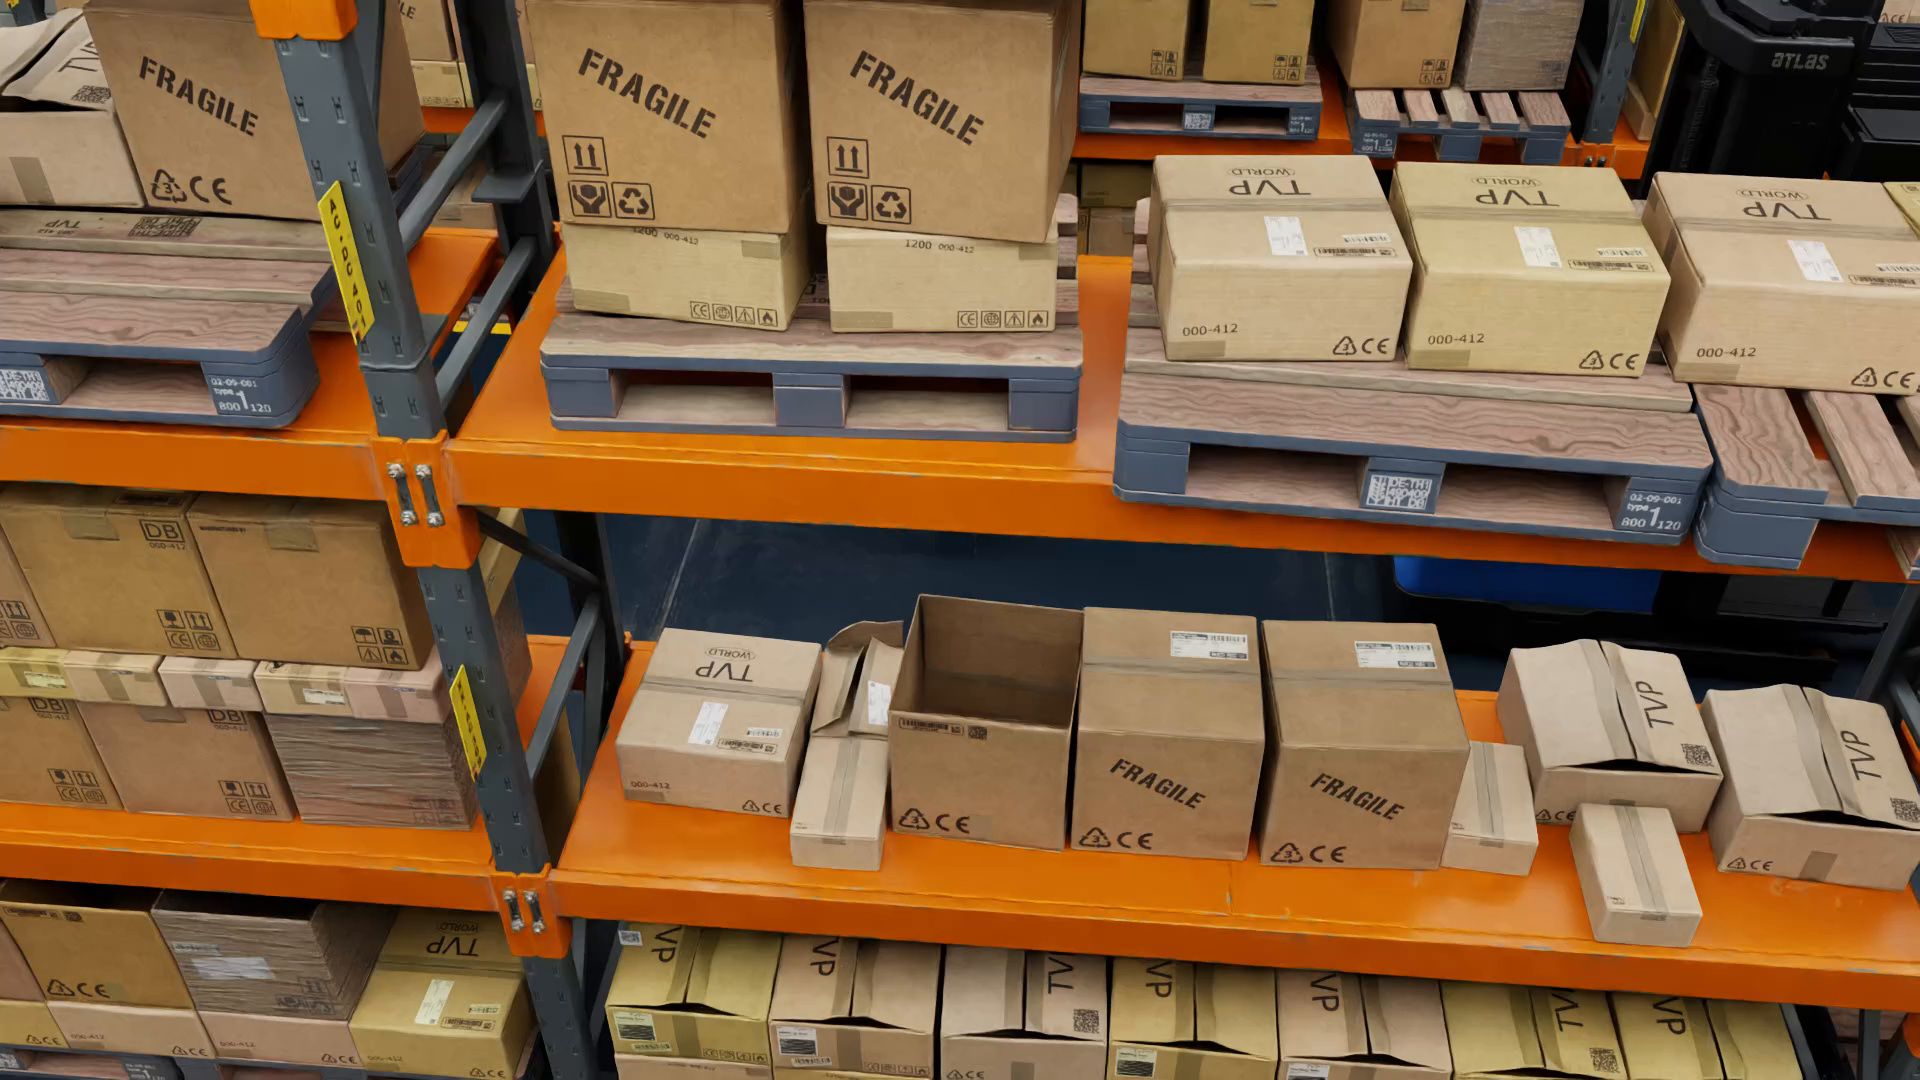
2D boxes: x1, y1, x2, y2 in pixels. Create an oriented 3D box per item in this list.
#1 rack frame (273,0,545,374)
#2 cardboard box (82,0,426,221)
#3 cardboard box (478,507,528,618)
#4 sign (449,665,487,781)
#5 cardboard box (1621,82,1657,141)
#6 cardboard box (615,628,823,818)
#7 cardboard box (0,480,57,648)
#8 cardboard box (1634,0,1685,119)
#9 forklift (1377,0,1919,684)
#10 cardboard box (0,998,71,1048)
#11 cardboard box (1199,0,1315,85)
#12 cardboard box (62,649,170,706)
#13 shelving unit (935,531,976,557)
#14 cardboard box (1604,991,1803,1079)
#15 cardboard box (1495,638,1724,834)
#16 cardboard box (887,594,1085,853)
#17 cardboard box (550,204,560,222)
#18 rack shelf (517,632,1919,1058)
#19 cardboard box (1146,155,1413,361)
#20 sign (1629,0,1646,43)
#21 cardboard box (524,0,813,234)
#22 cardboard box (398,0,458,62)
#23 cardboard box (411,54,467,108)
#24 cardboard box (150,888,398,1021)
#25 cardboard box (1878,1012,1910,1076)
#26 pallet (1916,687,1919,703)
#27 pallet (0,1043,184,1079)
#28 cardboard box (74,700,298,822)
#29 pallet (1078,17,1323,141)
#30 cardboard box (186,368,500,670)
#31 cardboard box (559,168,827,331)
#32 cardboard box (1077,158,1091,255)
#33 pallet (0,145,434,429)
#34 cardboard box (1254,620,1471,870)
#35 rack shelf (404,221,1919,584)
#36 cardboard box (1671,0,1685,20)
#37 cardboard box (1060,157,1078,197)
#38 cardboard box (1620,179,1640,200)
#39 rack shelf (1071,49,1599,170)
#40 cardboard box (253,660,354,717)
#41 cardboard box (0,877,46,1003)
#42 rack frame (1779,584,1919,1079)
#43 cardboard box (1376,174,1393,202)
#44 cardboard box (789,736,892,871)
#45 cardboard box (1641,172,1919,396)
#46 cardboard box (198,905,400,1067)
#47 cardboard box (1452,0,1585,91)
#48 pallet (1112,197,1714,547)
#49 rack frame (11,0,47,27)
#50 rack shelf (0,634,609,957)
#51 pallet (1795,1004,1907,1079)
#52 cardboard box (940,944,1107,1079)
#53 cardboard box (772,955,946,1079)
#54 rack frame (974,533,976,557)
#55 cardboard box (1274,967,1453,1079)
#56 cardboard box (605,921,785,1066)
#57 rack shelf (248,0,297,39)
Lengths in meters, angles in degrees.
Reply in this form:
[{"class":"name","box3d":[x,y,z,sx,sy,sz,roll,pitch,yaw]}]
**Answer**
[{"class":"rack frame","box3d":[-1.201,-1.842,3.055,0.127,3.000,1.000,3,39,4]},{"class":"cardboard box","box3d":[-1.680,-1.128,4.031,0.500,0.500,0.500,6,40,8]},{"class":"cardboard box","box3d":[-1.452,0.058,4.881,0.250,0.149,0.380,3,39,4]},{"class":"sign","box3d":[-1.247,0.467,4.222,0.005,0.325,0.100,3,39,4]},{"class":"cardboard box","box3d":[3.516,-2.160,8.381,0.250,0.149,0.380,3,39,3]},{"class":"cardboard box","box3d":[-0.707,0.542,4.997,0.500,0.250,0.500,5,39,7]},{"class":"cardboard box","box3d":[-2.646,-0.132,4.600,0.500,0.500,0.700,3,39,4]},{"class":"cardboard box","box3d":[3.670,-2.388,8.147,0.500,0.500,0.500,4,39,5]},{"class":"forklift","box3d":[3.436,-0.873,6.671,3.031,2.935,1.130,4,39,5]},{"class":"cardboard box","box3d":[-3.177,1.422,5.643,0.500,0.250,0.500,3,39,4]},{"class":"cardboard box","box3d":[1.495,-2.696,8.429,0.500,0.500,0.700,3,39,4]},{"class":"cardboard box","box3d":[-2.259,0.273,4.616,0.250,0.149,0.380,3,39,4]},{"class":"shelving unit","box3d":[-0.014,-0.466,7.543,0.189,1.200,0.258,3,39,4]},{"class":"cardboard box","box3d":[2.241,1.515,5.085,0.500,0.311,0.500,4,39,5]},{"class":"cardboard box","box3d":[1.910,0.566,4.919,0.500,0.311,0.500,3,39,3]},{"class":"cardboard box","box3d":[0.088,0.526,4.818,0.500,0.500,0.500,6,40,7]},{"class":"cardboard box","box3d":[-2.369,-1.796,9.661,0.250,0.149,0.380,0,39,0]},{"class":"rack shelf","box3d":[0.792,0.872,5.042,4.000,0.370,1.077,3,39,4]},{"class":"cardboard box","box3d":[0.699,-0.641,3.742,0.500,0.250,0.500,0,39,0]},{"class":"sign","box3d":[3.170,-2.490,7.749,0.005,0.325,0.100,3,39,4]},{"class":"cardboard box","box3d":[-0.590,-1.016,3.609,0.500,0.500,0.500,4,39,4]},{"class":"cardboard box","box3d":[-2.792,-2.789,8.479,0.500,0.500,0.500,4,39,5]},{"class":"cardboard box","box3d":[-2.775,-2.493,8.710,0.500,0.250,0.500,3,39,4]},{"class":"cardboard box","box3d":[-2.179,1.175,5.353,0.500,0.500,0.500,3,39,4]},{"class":"cardboard box","box3d":[3.213,1.706,5.080,0.500,0.500,0.500,5,39,6]},{"class":"pallet","box3d":[3.465,0.769,4.751,1.003,0.211,1.213,3,39,4]},{"class":"pallet","box3d":[-3.208,1.431,5.995,1.213,0.211,1.003,3,39,4]},{"class":"cardboard box","box3d":[-2.170,0.401,4.973,0.500,0.500,0.700,3,39,3]},{"class":"pallet","box3d":[1.232,-2.421,8.671,1.213,0.211,1.003,3,39,4]},{"class":"cardboard box","box3d":[-1.644,-0.078,4.533,0.500,0.500,0.700,3,39,4]},{"class":"cardboard box","box3d":[-0.588,-0.744,3.868,0.500,0.250,0.500,7,40,8]},{"class":"cardboard box","box3d":[0.477,-1.806,9.395,0.500,0.500,0.700,2,39,3]},{"class":"pallet","box3d":[-2.053,-0.675,4.067,1.213,0.211,1.003,3,39,4]},{"class":"cardboard box","box3d":[1.111,0.582,4.750,0.500,0.500,0.500,1,39,1]},{"class":"rack shelf","box3d":[0.792,-0.291,4.096,4.000,0.370,1.077,3,39,4]},{"class":"cardboard box","box3d":[3.667,-2.678,7.909,0.500,0.250,0.500,4,39,5]},{"class":"cardboard box","box3d":[0.396,-2.072,9.127,0.500,0.250,0.500,2,39,3]},{"class":"cardboard box","box3d":[3.929,-1.620,8.905,0.750,0.750,0.750,3,39,3]},{"class":"rack shelf","box3d":[1.215,-2.243,8.870,4.000,0.370,1.077,3,39,4]},{"class":"cardboard box","box3d":[-1.737,0.299,4.584,0.250,0.149,0.380,2,39,3]},{"class":"cardboard box","box3d":[-3.177,1.132,5.405,0.500,0.500,0.500,3,39,4]},{"class":"rack frame","box3d":[2.784,0.702,4.682,0.127,3.000,1.000,3,39,4]},{"class":"cardboard box","box3d":[2.486,-1.621,9.167,0.500,0.500,0.700,4,39,4]},{"class":"cardboard box","box3d":[-0.336,0.759,4.811,0.250,0.149,0.380,3,39,4]},{"class":"cardboard box","box3d":[1.803,-0.572,3.657,0.500,0.250,0.500,4,39,5]},{"class":"cardboard box","box3d":[-2.179,1.467,5.588,0.500,0.250,0.500,3,39,4]},{"class":"cardboard box","box3d":[2.739,-2.642,8.363,0.500,0.500,0.700,-1,39,-1]},{"class":"pallet","box3d":[0.986,-0.428,3.843,1.213,0.211,1.003,5,39,6]},{"class":"rack frame","box3d":[-4.762,-2.849,9.045,0.127,3.000,1.000,3,39,4]},{"class":"rack shelf","box3d":[-3.194,0.655,5.310,4.000,0.370,1.077,3,39,4]},{"class":"pallet","box3d":[3.525,1.848,5.483,1.213,0.211,1.003,3,39,4]},{"class":"cardboard box","box3d":[0.203,1.408,5.216,0.500,0.311,0.500,2,39,2]},{"class":"cardboard box","box3d":[-0.311,1.594,5.431,0.500,0.250,0.500,4,39,5]},{"class":"rack frame","box3d":[0.077,-0.461,7.537,0.006,1.200,0.240,3,39,4]},{"class":"cardboard box","box3d":[1.220,1.461,5.150,0.500,0.311,0.500,3,39,4]},{"class":"cardboard box","box3d":[-0.811,1.350,5.287,0.500,0.311,0.500,3,39,4]},{"class":"rack shelf","box3d":[-3.194,-1.517,3.543,4.000,0.370,1.077,3,39,4]}]
